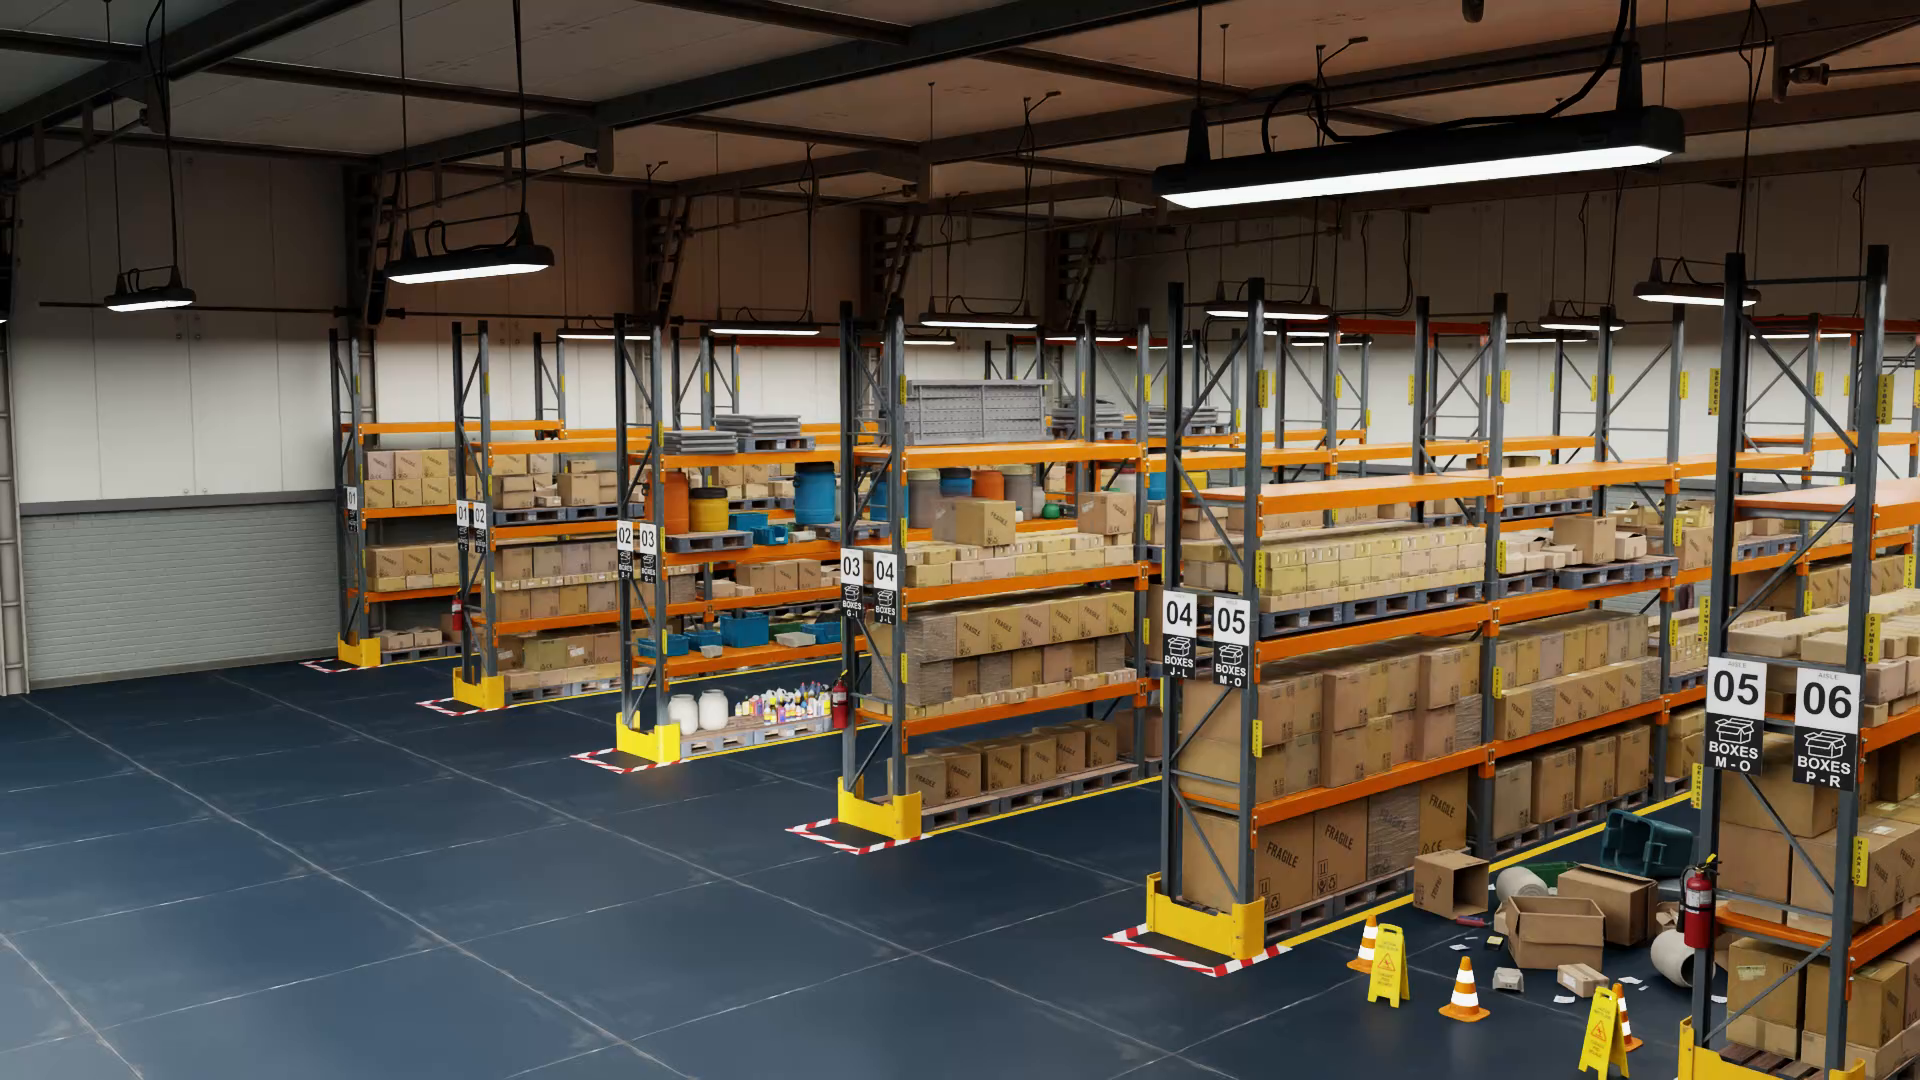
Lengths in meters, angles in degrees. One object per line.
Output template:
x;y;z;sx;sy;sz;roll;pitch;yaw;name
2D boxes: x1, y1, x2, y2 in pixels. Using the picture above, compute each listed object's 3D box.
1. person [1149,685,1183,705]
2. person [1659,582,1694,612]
3.162;1.857;25.127;0.457;1.622;1.062;4;7;37;person
13.078;1.330;30.359;0.584;1.610;1.191;2;6;22;person
